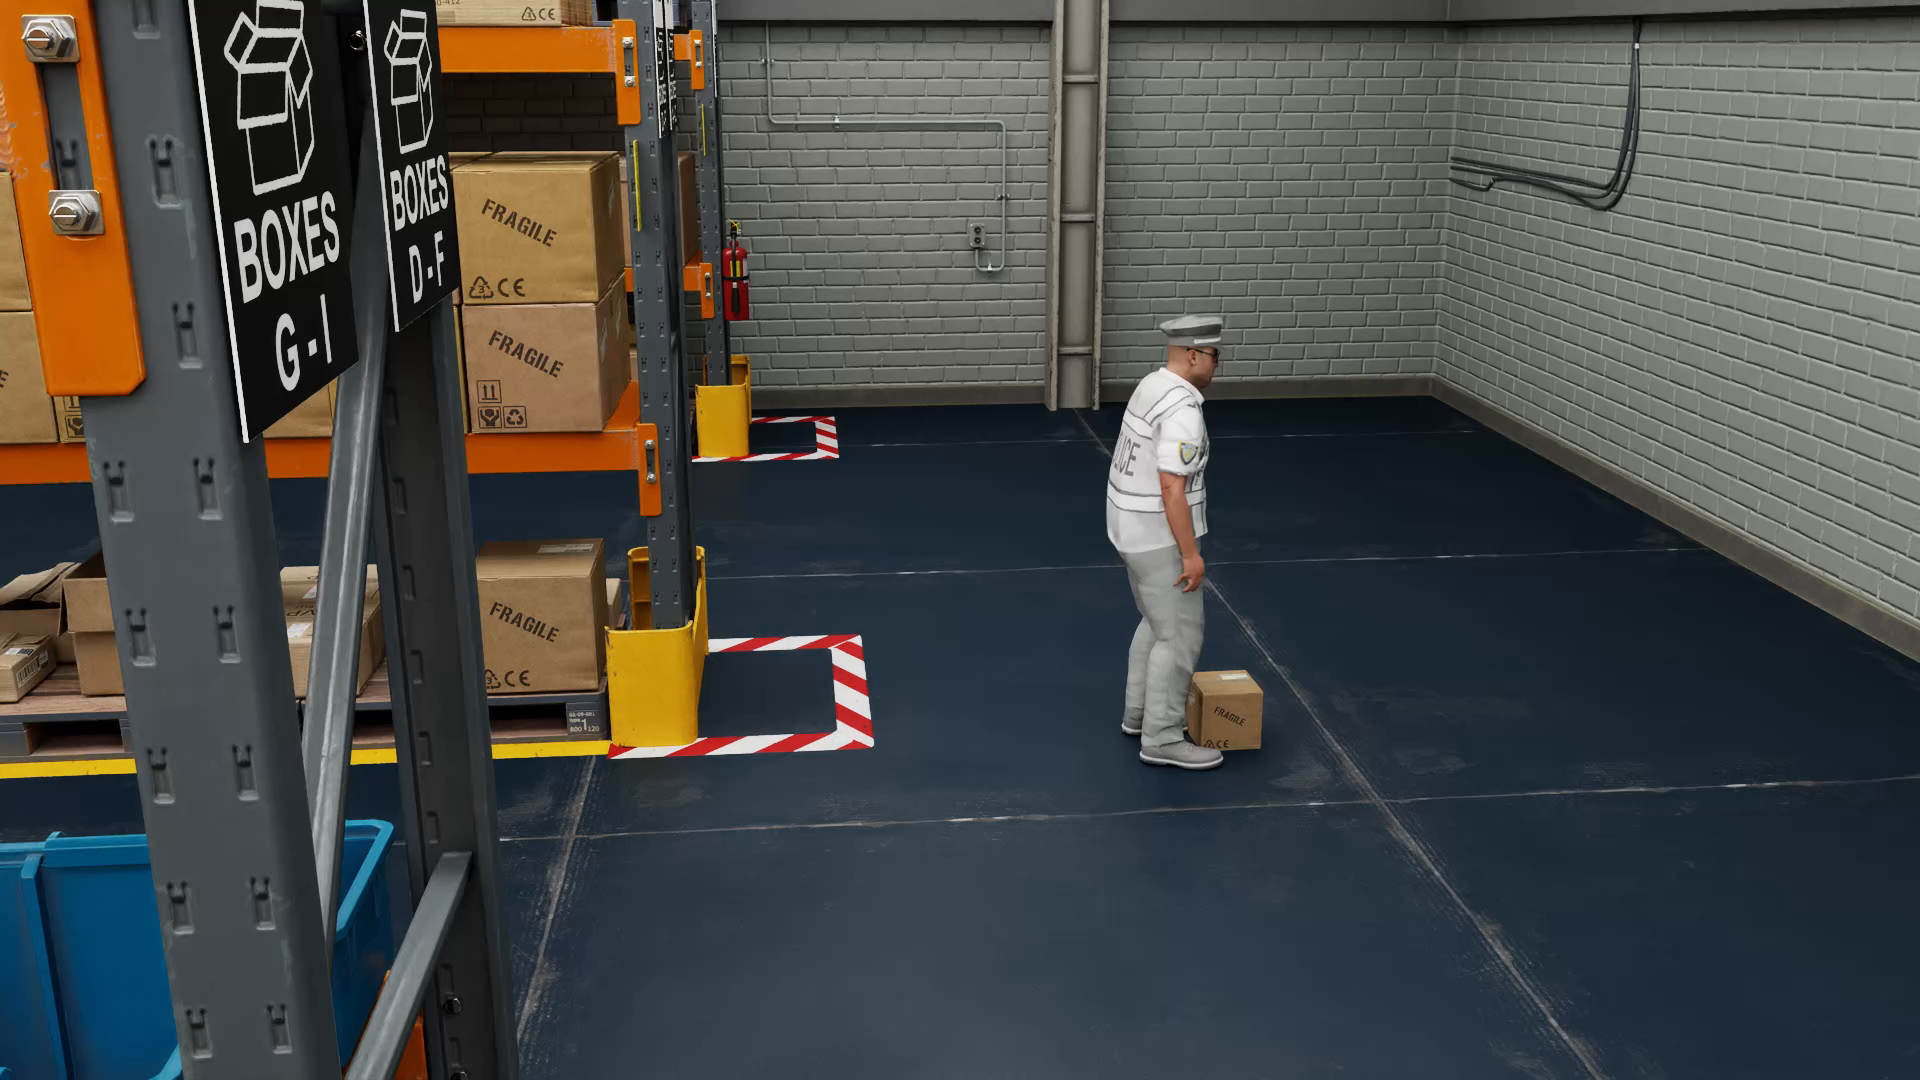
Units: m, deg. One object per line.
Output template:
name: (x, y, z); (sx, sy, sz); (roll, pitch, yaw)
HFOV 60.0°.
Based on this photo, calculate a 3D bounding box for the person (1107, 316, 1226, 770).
person: (0.804, -0.008, 6.553); (0.433, 1.748, 0.587); (-2, 17, -6)
